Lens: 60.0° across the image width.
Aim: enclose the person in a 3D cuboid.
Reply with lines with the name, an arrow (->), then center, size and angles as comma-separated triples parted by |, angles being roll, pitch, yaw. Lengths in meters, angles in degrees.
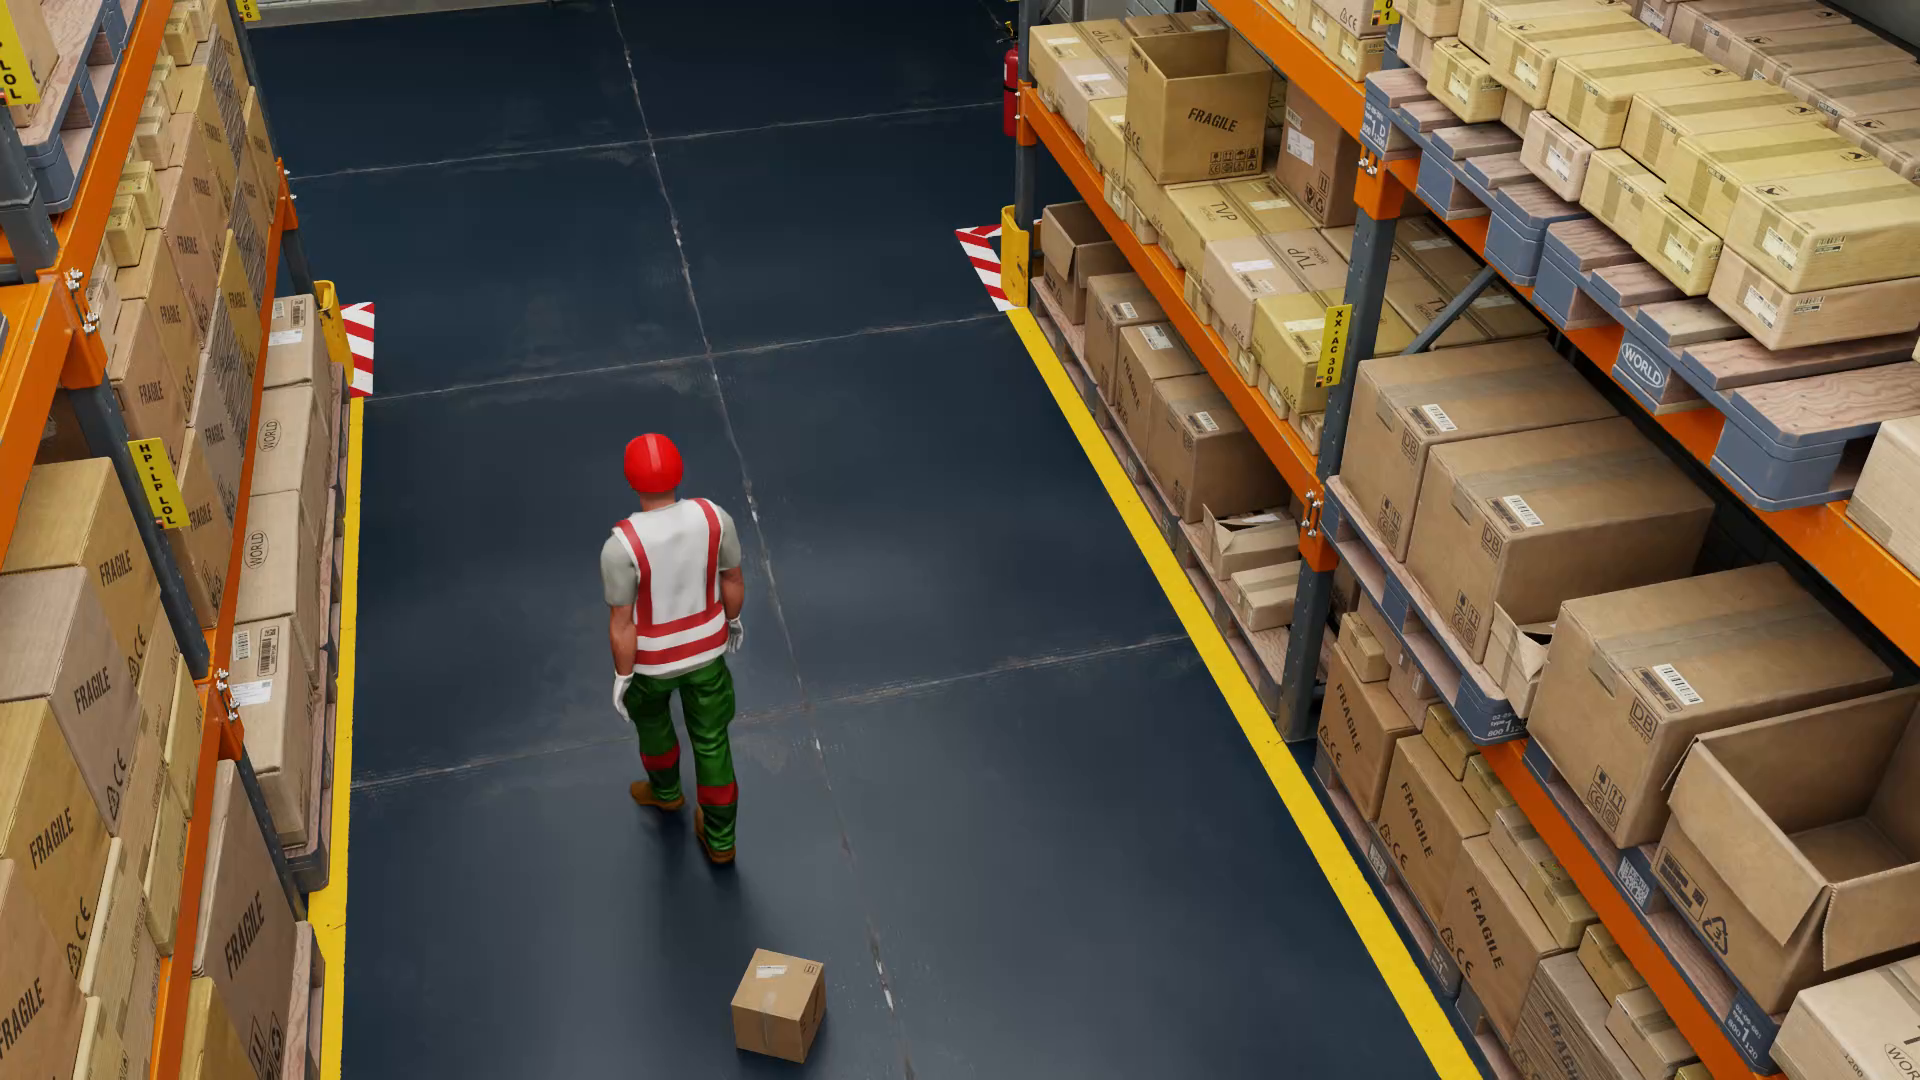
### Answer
person -> -1.042, 0.429, 6.167 | 0.579, 1.822, 0.622 | -16, 41, -20
